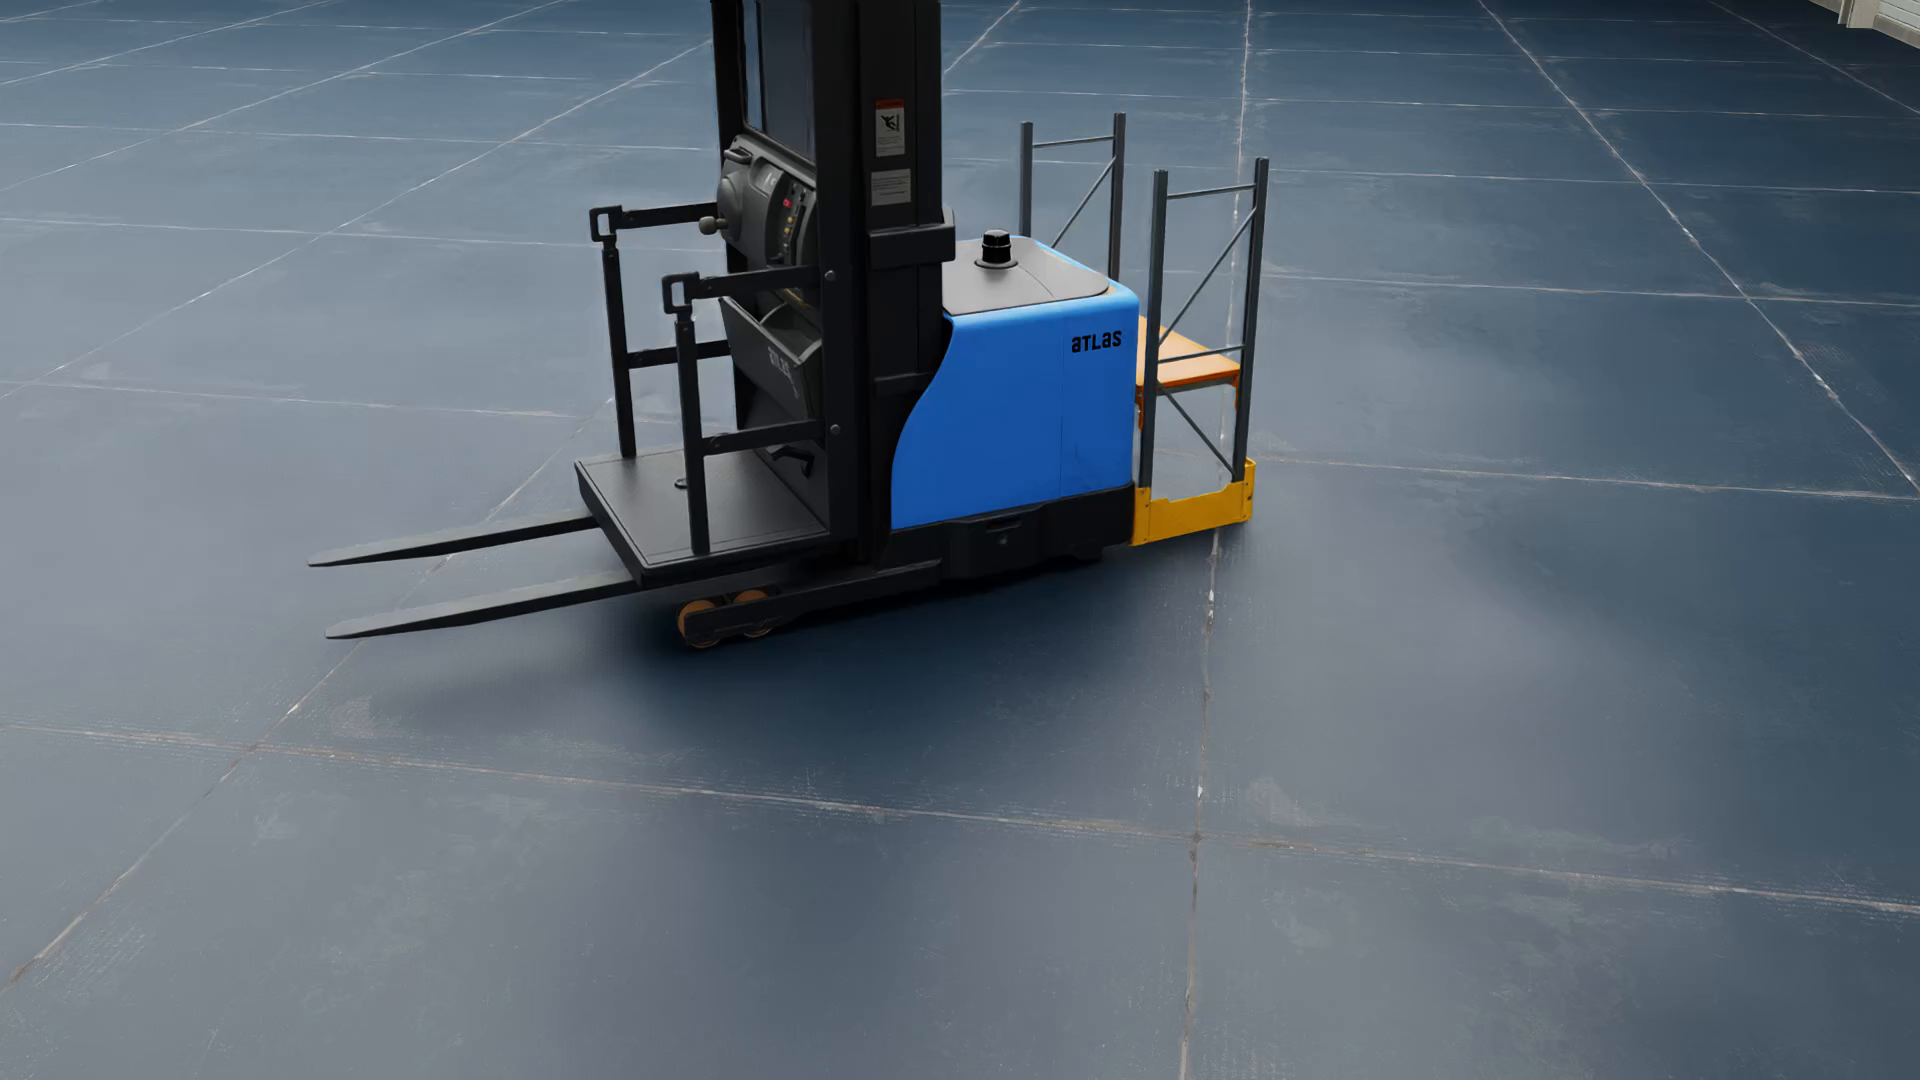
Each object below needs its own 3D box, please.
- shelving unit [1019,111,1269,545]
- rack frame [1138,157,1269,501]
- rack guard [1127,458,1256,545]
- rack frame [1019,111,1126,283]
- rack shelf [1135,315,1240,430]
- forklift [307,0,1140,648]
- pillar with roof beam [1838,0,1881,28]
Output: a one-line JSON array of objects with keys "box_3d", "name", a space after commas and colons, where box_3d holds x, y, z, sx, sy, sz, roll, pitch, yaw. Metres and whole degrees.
[{"box_3d": [0.717, -0.914, 6.934, 0.587, 1.500, 1.083, -12, 28, -24], "name": "shelving unit"}, {"box_3d": [0.944, -0.726, 6.531, 0.500, 1.500, 0.032, -12, 28, -24], "name": "rack frame"}, {"box_3d": [0.943, -0.160, 6.797, 0.587, 0.250, 0.087, -12, 28, -24], "name": "rack guard"}, {"box_3d": [0.482, -1.110, 7.352, 0.500, 1.500, 0.032, -12, 28, -24], "name": "rack frame"}, {"box_3d": [0.713, -0.755, 7.018, 0.538, 0.185, 1.000, -12, 28, -24], "name": "rack shelf"}, {"box_3d": [-0.873, -1.198, 5.851, 3.031, 2.935, 1.130, -11, 27, -22], "name": "forklift"}, {"box_3d": [6.478, -10.528, 18.628, 9.100, 9.000, 0.400, 4, 25, 9], "name": "pillar with roof beam"}]
